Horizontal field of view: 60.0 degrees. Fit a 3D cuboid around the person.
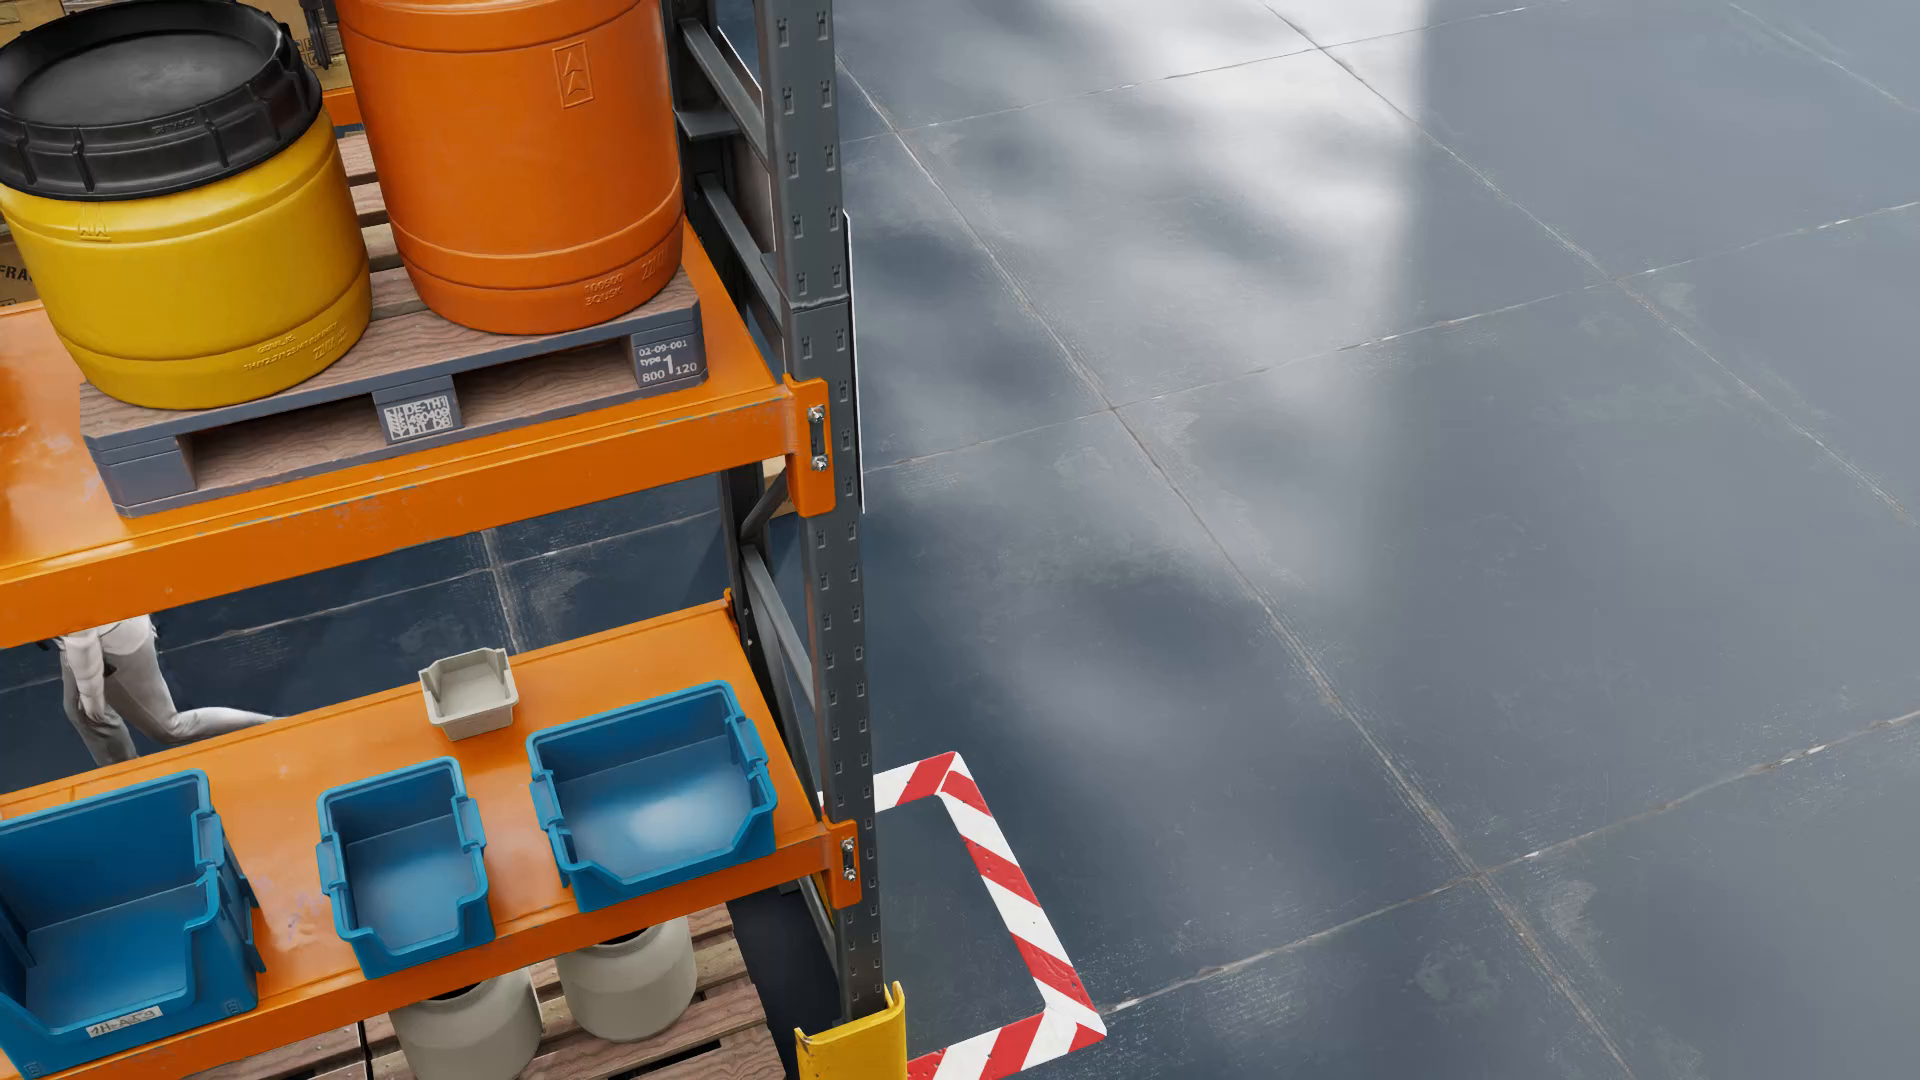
[{"bbox_3d":[-2.895,0.337,5.760,0.918,1.641,0.487,-18,45,-19],"label":"person"}]
